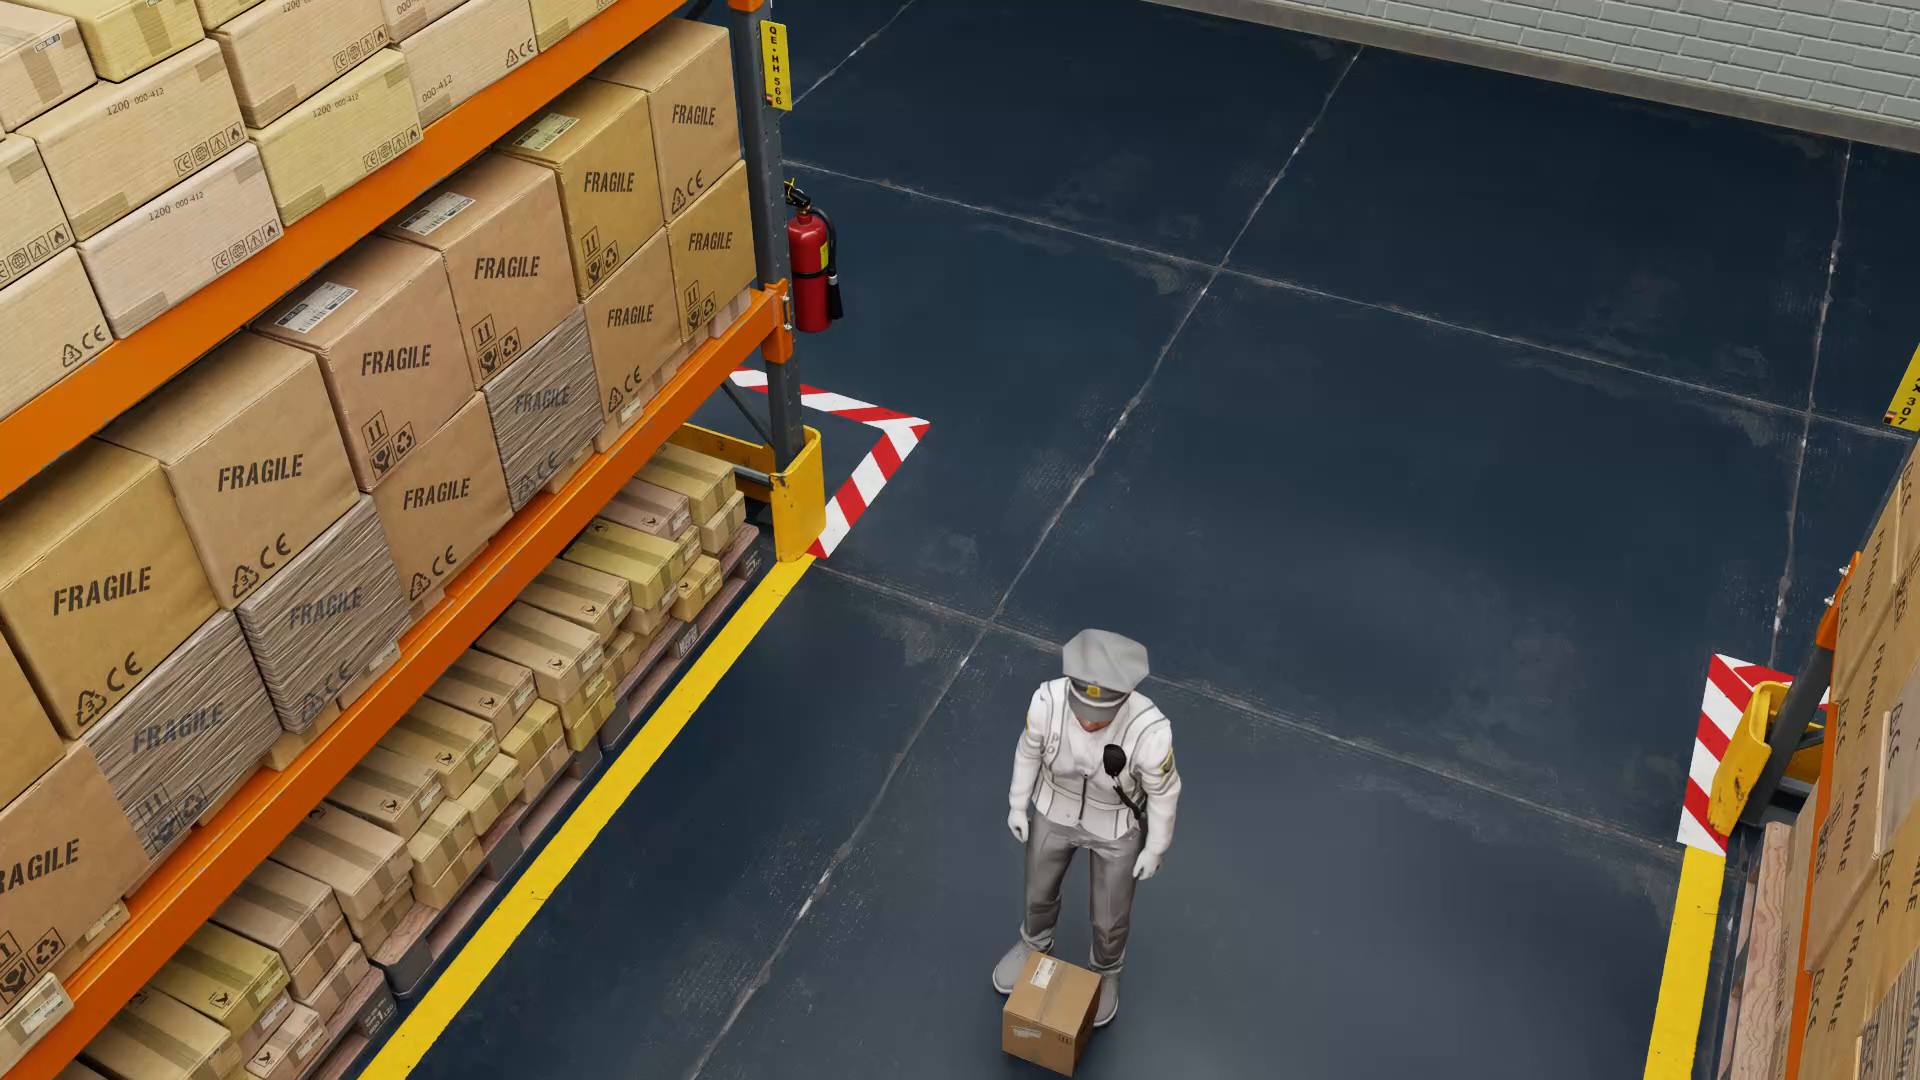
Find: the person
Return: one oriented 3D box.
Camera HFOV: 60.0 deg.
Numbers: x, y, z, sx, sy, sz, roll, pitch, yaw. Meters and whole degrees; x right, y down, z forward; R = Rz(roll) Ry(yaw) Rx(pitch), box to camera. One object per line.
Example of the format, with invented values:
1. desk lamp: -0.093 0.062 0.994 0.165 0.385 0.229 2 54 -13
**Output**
1. person: 0.399 0.892 5.182 0.527 1.655 0.375 16 45 17
